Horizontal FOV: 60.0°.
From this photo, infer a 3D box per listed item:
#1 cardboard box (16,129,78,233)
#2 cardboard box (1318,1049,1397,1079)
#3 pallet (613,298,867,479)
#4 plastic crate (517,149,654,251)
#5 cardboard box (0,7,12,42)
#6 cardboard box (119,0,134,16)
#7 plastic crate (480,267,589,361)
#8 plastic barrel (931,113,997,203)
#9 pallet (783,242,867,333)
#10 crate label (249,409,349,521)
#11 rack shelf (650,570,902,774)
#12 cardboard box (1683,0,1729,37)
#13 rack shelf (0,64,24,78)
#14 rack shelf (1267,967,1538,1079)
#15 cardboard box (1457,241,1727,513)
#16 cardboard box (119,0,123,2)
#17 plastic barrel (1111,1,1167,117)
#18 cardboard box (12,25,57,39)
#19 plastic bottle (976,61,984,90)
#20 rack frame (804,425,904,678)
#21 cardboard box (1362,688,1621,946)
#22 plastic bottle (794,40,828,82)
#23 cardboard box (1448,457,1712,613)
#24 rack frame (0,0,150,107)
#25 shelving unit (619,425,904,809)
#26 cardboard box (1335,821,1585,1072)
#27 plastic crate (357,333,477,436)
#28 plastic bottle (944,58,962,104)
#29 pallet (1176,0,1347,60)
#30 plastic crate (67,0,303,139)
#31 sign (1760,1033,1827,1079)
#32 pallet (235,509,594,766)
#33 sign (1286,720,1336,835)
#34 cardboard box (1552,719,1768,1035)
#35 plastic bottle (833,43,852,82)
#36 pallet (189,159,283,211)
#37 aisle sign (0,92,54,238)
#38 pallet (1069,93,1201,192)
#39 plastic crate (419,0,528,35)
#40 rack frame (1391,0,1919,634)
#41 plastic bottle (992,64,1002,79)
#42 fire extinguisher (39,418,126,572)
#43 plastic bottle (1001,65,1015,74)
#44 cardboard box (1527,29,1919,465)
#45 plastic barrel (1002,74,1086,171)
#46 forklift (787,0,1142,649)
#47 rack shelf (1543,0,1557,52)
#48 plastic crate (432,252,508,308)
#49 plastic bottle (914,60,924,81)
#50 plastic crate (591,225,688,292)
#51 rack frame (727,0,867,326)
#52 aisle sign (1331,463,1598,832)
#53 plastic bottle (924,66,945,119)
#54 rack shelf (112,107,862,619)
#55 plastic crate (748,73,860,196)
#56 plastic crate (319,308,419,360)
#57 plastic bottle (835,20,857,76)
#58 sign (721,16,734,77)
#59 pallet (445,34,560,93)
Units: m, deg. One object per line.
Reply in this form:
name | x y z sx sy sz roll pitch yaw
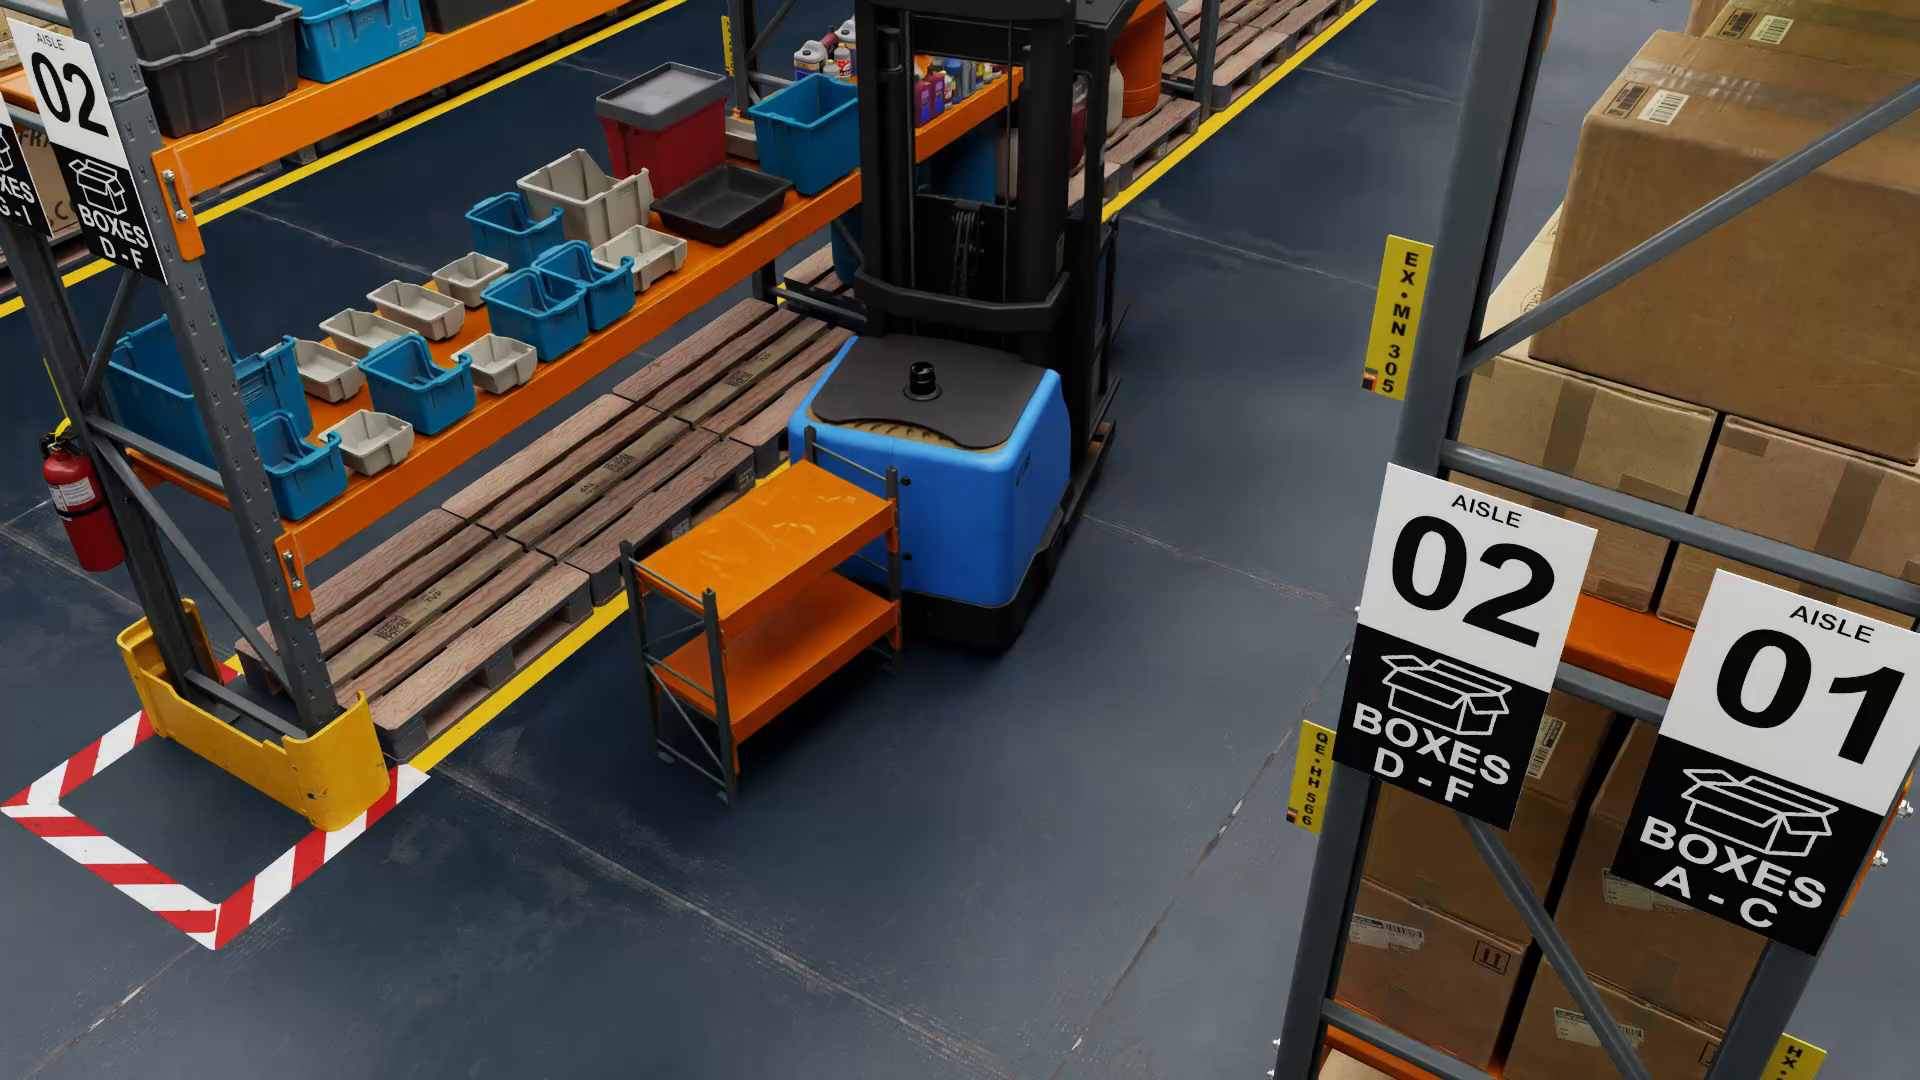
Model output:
cardboard box | -5.851 -2.526 10.405 0.875 0.875 0.875 21 42 25
cardboard box | 1.355 1.780 5.110 0.500 0.500 0.500 21 42 25
pallet | -1.127 -0.863 9.136 1.003 0.211 1.213 21 42 25
plastic crate | -1.739 -1.609 7.868 0.437 0.282 0.530 21 42 25
cardboard box | -5.786 -2.933 9.417 0.500 0.250 0.500 20 42 24
cardboard box | -5.248 -3.218 10.112 0.380 0.149 0.250 22 43 26
plastic crate | -1.793 -0.953 7.056 0.416 0.233 0.300 21 42 25
plastic barrel | -0.081 -2.334 10.135 0.600 0.901 0.708 21 42 25
pallet | -0.317 -1.639 10.142 1.003 0.211 1.213 21 42 25
crate label | -2.499 -0.274 6.176 0.416 0.233 0.303 21 42 25
rack shelf | -0.776 0.498 7.022 0.538 0.278 1.000 27 45 30
cardboard box | 2.050 -1.091 3.791 0.700 0.500 0.500 21 42 25
rack shelf | -6.019 -2.663 9.776 1.077 0.370 4.000 21 42 25
rack shelf | 2.343 0.579 5.571 1.077 0.370 4.000 21 42 25
cardboard box | 1.332 -0.349 3.443 0.500 0.250 0.500 21 42 25
cardboard box | -5.238 -3.456 10.095 0.500 0.250 0.500 22 43 26
plastic barrel | 1.130 -3.470 11.668 0.600 0.830 0.708 21 42 25
cardboard box | -5.523 -2.953 9.768 0.380 0.149 0.250 20 42 24
plastic bottle | 0.085 -2.661 9.290 0.097 0.271 0.097 0 38 0
rack frame | -0.452 0.065 7.183 0.500 1.125 0.032 27 45 30
cardboard box | 1.278 0.570 4.092 0.500 0.500 0.500 21 42 25
plastic bottle | -0.828 -2.619 9.231 0.152 0.276 0.135 21 42 25
cardboard box | 1.324 -0.154 3.599 0.500 0.250 0.500 21 42 25
rack frame | -2.909 -2.673 4.286 1.000 3.000 0.127 21 42 25
shelving unit | -0.776 0.305 6.873 0.538 1.125 1.048 27 45 30
cardboard box | 1.282 0.966 4.398 0.500 0.500 0.500 23 43 26
plastic crate | -2.146 -0.613 6.616 0.416 0.233 0.300 21 42 25
plastic bottle | -0.039 -2.542 9.135 0.097 0.271 0.097 0 38 0
pallet | 2.479 -4.330 13.633 1.003 0.211 1.213 21 42 25
plastic crate | -2.467 -1.540 5.381 0.497 0.269 0.590 21 42 25
sign | 1.730 1.160 3.519 0.100 0.325 0.005 21 42 25
pallet | -2.434 0.395 7.504 1.003 0.211 1.213 21 42 25
sign | 0.814 0.550 3.812 0.100 0.325 0.005 21 42 25
cardboard box | 1.732 0.747 3.863 0.500 0.500 0.500 23 43 26
plastic bottle | -0.666 -2.707 9.407 0.097 0.201 0.097 0 38 0
pallet | -5.421 -2.508 11.270 1.003 0.211 1.213 21 42 25
aisle sign | -3.195 -1.385 5.400 0.394 0.787 0.004 21 42 25
pallet | 0.990 -2.897 11.774 1.003 0.211 1.213 21 42 25
plastic crate | -1.858 -2.158 6.126 0.504 0.338 0.767 21 42 25
rack frame | 1.272 -1.051 2.182 1.000 3.000 0.127 21 42 25
plastic bottle | 0.189 -2.734 9.442 0.097 0.201 0.097 0 38 0
fire extinguisher | -3.373 -0.189 6.347 0.296 0.674 0.183 21 42 25
plastic bottle | 0.267 -2.820 9.486 0.061 0.283 0.133 21 42 25
cardboard box | 1.533 -0.568 3.112 0.700 0.500 0.500 21 42 25
plastic barrel | 0.524 -2.792 10.986 0.600 0.588 0.708 21 42 25
forklift | 0.186 -1.577 7.835 1.130 2.935 3.031 11 39 14
rack shelf | 2.343 -1.795 3.740 1.077 0.370 4.000 21 42 25
plastic crate | -2.186 -1.151 7.392 0.298 0.136 0.250 21 42 25
plastic bottle | -0.282 -2.436 8.933 0.144 0.351 0.185 21 42 25
plastic crate | -1.445 -1.282 7.563 0.293 0.136 0.466 21 42 25
rack frame | -0.766 -2.359 8.793 1.000 3.000 0.127 21 42 25
aisle sign | 0.976 0.231 3.304 0.394 0.787 0.004 21 42 25
plastic bottle | -0.138 -2.431 8.982 0.061 0.283 0.133 21 42 25
rack shelf | -1.837 -1.043 7.675 1.077 0.370 4.000 21 42 25
plastic crate | -0.728 -2.024 8.322 0.392 0.384 0.575 21 42 25
plastic crate | -2.457 -0.840 6.990 0.396 0.136 0.243 21 42 25
plastic bottle | -0.632 -2.807 9.476 0.152 0.276 0.135 21 42 25
sign | -1.229 -2.649 8.943 0.100 0.325 0.005 21 42 25
pallet | -3.945 -3.929 13.113 1.003 0.211 1.213 21 42 25
